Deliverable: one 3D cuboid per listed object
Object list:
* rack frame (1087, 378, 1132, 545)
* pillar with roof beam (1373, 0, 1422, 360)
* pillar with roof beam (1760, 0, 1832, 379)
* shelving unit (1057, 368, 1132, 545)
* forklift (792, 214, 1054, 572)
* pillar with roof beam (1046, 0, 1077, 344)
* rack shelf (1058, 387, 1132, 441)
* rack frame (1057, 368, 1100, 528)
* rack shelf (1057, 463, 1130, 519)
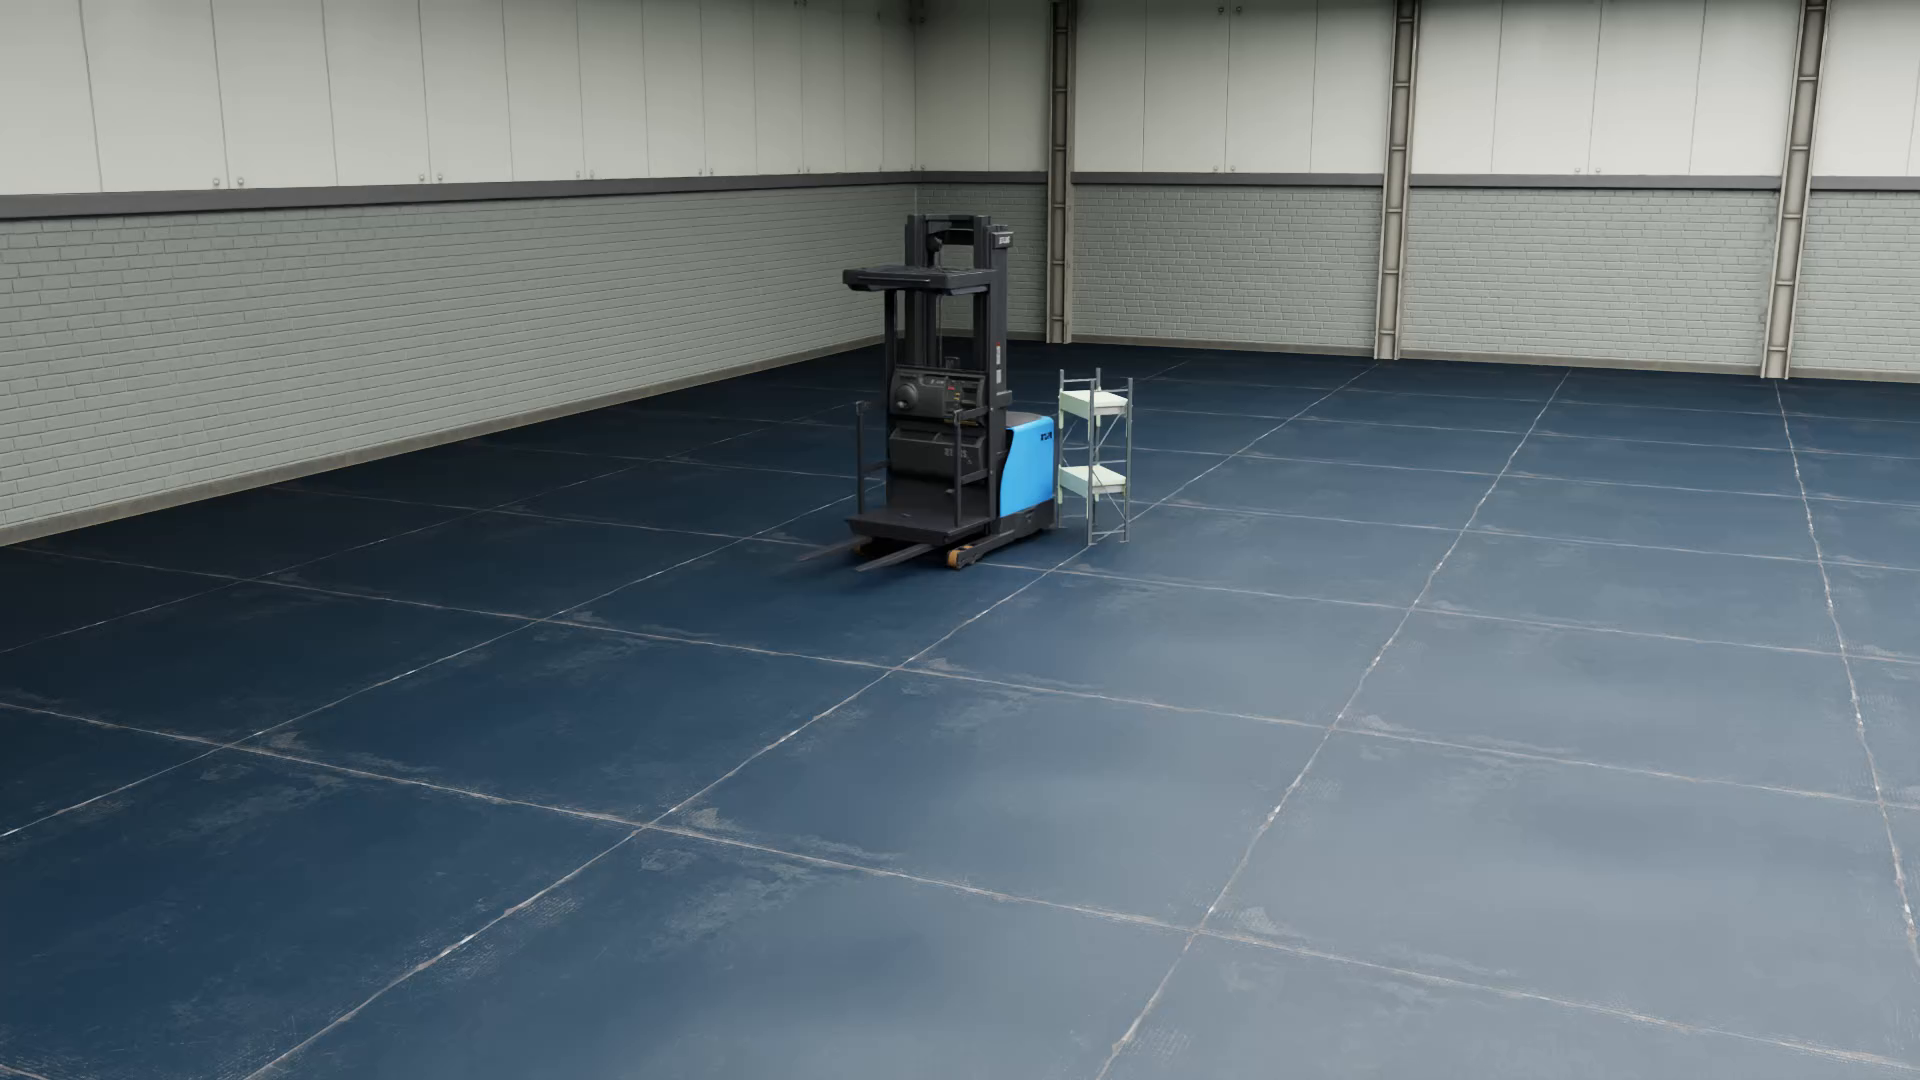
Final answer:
[{"bbox_3d":[1.344,-0.700,14.949,0.400,1.500,0.023,-4,14,-18],"label":"rack frame"},{"bbox_3d":[5.582,-6.600,23.679,0.400,9.000,9.100,6,14,23],"label":"pillar with roof beam"},{"bbox_3d":[11.067,-6.045,21.313,0.400,9.000,9.100,6,14,23],"label":"pillar with roof beam"},{"bbox_3d":[1.230,-0.779,15.287,0.431,1.500,0.755,-4,14,-18],"label":"shelving unit"},{"bbox_3d":[-0.307,-1.297,14.363,1.130,2.935,3.031,8,15,30],"label":"forklift"},{"bbox_3d":[0.096,-7.155,26.045,0.548,9.000,9.100,6,14,23],"label":"pillar with roof beam"},{"bbox_3d":[1.230,-1.159,15.198,0.431,0.370,0.720,-4,14,-18],"label":"rack shelf"},{"bbox_3d":[1.115,-0.858,15.626,0.400,1.500,0.023,-4,14,-18],"label":"rack frame"},{"bbox_3d":[1.230,-0.462,15.362,0.431,0.370,0.720,-4,14,-18],"label":"rack shelf"}]
